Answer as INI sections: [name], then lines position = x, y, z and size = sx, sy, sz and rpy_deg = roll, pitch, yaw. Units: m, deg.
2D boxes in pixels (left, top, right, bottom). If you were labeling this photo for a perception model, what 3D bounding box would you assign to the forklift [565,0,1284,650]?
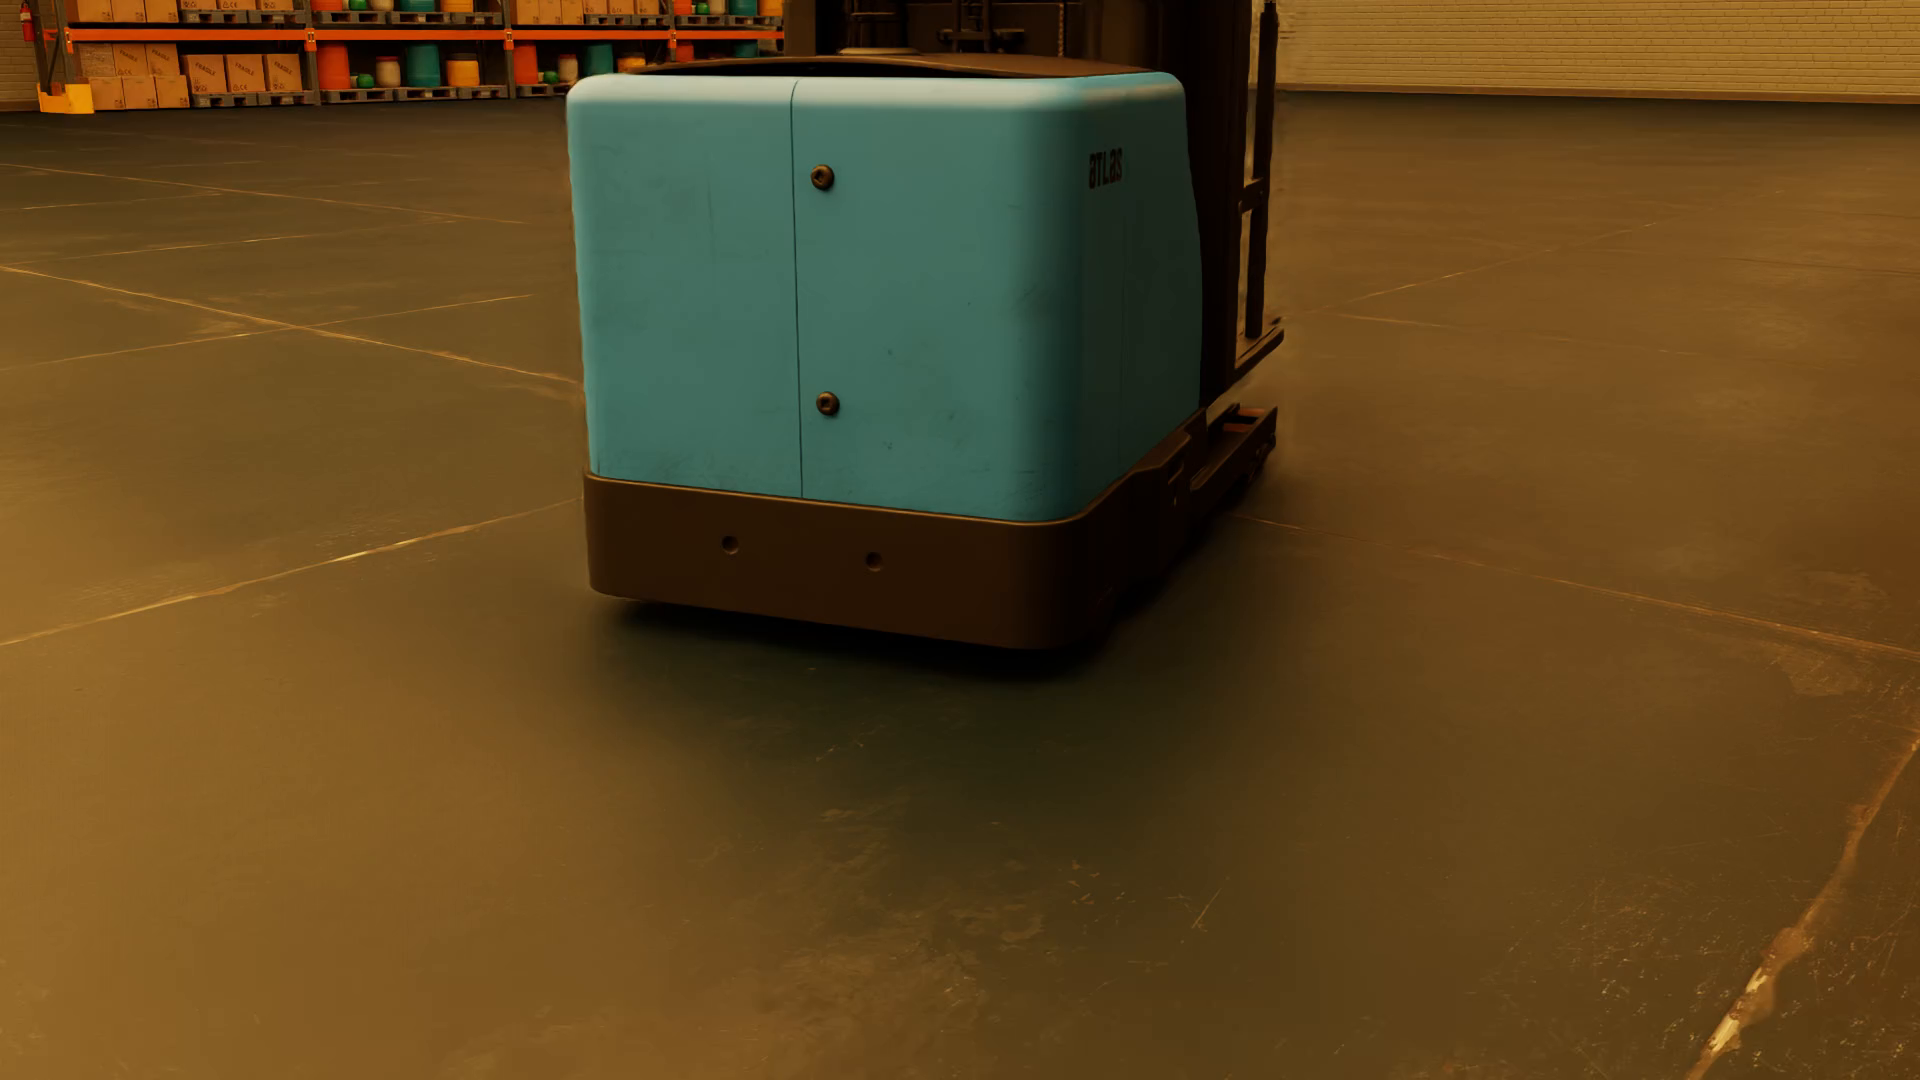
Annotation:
[forklift]
position = 0.241, -1.588, 4.128
size = 1.130, 2.935, 3.031
rpy_deg = 6, 18, 20
